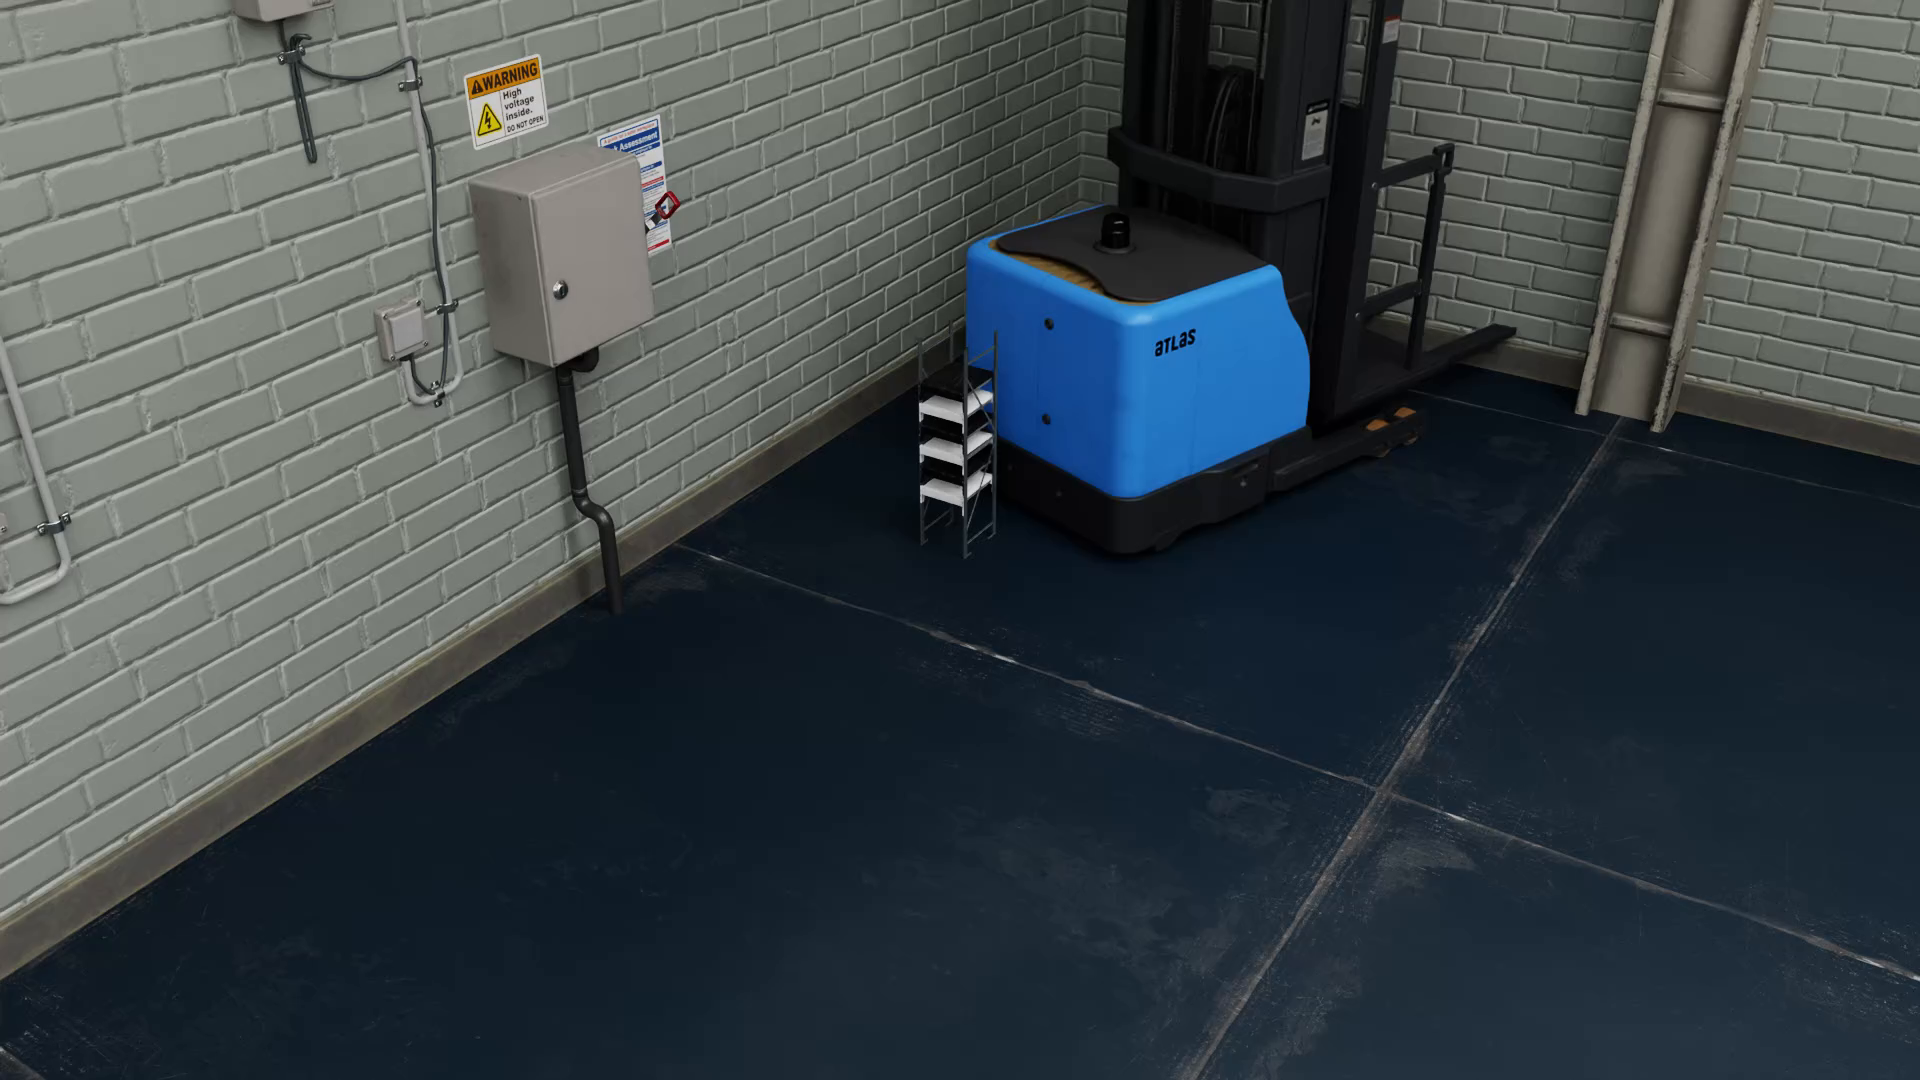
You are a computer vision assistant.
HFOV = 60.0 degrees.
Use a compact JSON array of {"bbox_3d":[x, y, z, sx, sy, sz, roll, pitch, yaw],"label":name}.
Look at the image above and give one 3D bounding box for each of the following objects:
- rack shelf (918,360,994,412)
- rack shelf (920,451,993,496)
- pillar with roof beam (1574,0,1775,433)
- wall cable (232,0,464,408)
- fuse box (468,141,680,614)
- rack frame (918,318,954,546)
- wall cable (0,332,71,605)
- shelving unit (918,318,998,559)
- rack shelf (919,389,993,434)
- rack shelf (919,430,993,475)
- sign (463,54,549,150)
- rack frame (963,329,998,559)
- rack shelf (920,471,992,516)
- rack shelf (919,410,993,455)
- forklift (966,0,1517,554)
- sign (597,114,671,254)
[{"bbox_3d":[-0.007,-0.595,6.408,0.200,0.077,0.258,18,35,27],"label":"rack shelf"},{"bbox_3d":[-0.007,-0.284,6.589,0.200,0.077,0.258,18,35,27],"label":"rack shelf"},{"bbox_3d":[0.828,-2.656,2.373,0.400,9.000,9.100,18,35,27],"label":"pillar with roof beam"},{"bbox_3d":[-1.759,-1.223,4.862,0.122,1.984,0.588,18,35,27],"label":"wall cable"},{"bbox_3d":[-1.262,-0.477,5.870,0.414,1.711,0.539,18,35,27],"label":"fuse box"},{"bbox_3d":[-0.093,-0.418,6.574,0.006,0.900,0.240,18,35,27],"label":"rack frame"},{"bbox_3d":[-2.503,-0.629,3.811,0.123,1.953,0.585,18,35,27],"label":"wall cable"},{"bbox_3d":[-0.007,-0.391,6.527,0.210,0.900,0.258,18,35,27],"label":"shelving unit"},{"bbox_3d":[-0.007,-0.518,6.453,0.200,0.077,0.258,18,35,27],"label":"rack shelf"},{"bbox_3d":[-0.007,-0.362,6.544,0.200,0.077,0.258,18,35,27],"label":"rack shelf"},{"bbox_3d":[-1.467,-1.422,5.392,0.001,0.242,0.339,18,35,27],"label":"sign"},{"bbox_3d":[0.079,-0.364,6.480,0.006,0.900,0.240,18,35,27],"label":"rack frame"},{"bbox_3d":[-0.007,-0.207,6.634,0.200,0.077,0.258,18,35,27],"label":"rack shelf"},{"bbox_3d":[-0.007,-0.440,6.498,0.200,0.077,0.258,18,35,27],"label":"rack shelf"},{"bbox_3d":[1.470,-1.816,6.954,3.031,2.935,1.130,-22,37,-33],"label":"forklift"},{"bbox_3d":[-1.175,-1.259,6.026,0.001,0.494,0.329,18,35,27],"label":"sign"}]
